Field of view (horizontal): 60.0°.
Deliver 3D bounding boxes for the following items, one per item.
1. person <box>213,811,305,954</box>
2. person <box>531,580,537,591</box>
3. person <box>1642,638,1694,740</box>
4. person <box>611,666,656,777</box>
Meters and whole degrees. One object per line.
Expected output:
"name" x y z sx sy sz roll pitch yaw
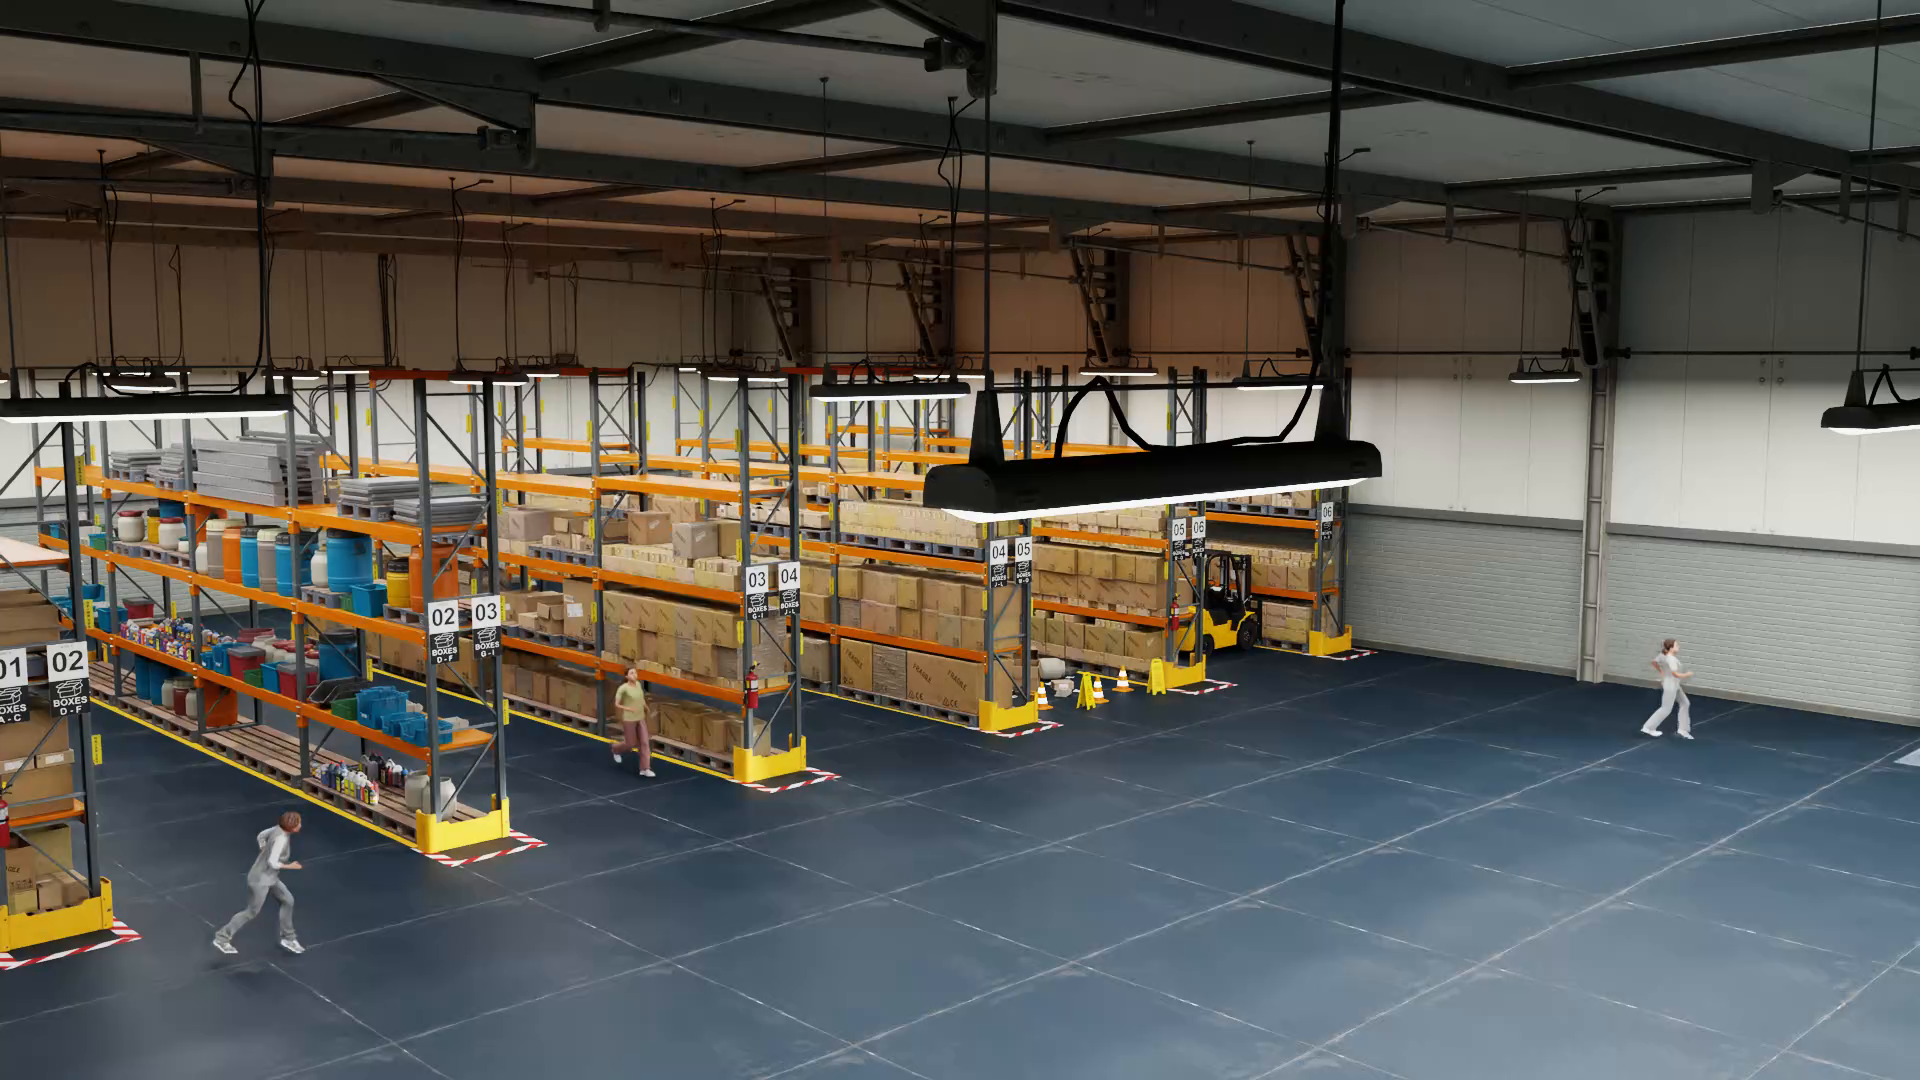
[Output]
"person" -7.365 3.635 17.440 0.910 1.547 0.578 -3 7 -22
"person" -8.560 1.698 33.353 0.728 1.801 0.671 5 8 37
"person" 11.637 2.447 27.253 0.825 1.698 0.570 2 7 15
"person" -4.896 2.694 24.974 0.970 1.633 0.592 6 9 43
